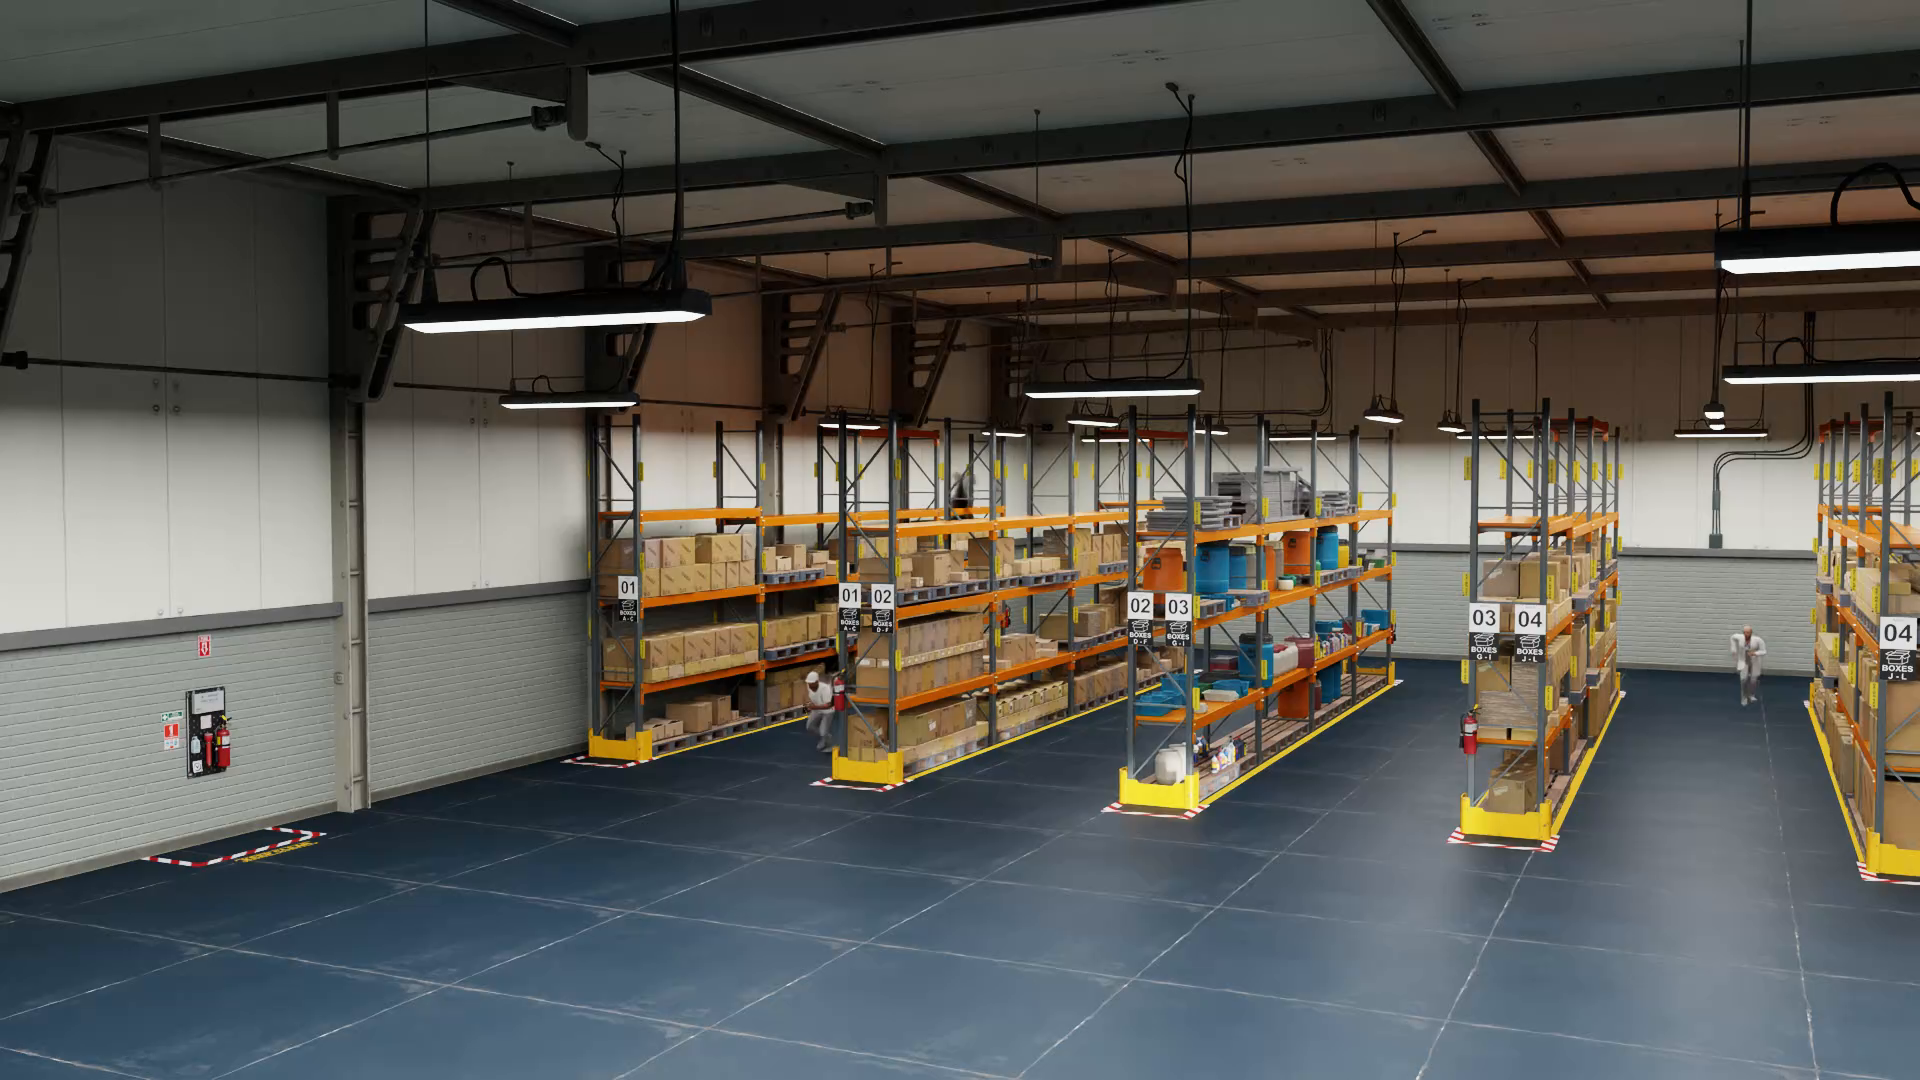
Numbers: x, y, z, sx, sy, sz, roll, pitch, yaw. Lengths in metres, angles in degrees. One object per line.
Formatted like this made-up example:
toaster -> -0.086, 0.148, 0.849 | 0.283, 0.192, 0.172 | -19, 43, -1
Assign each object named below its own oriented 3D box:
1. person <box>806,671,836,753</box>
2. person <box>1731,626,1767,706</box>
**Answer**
person -> -2.457, 3.025, 29.234 | 0.733, 1.513, 1.011 | 2, 3, 36
person -> 16.931, 2.717, 35.713 | 0.736, 1.769, 1.004 | 2, 3, 33
